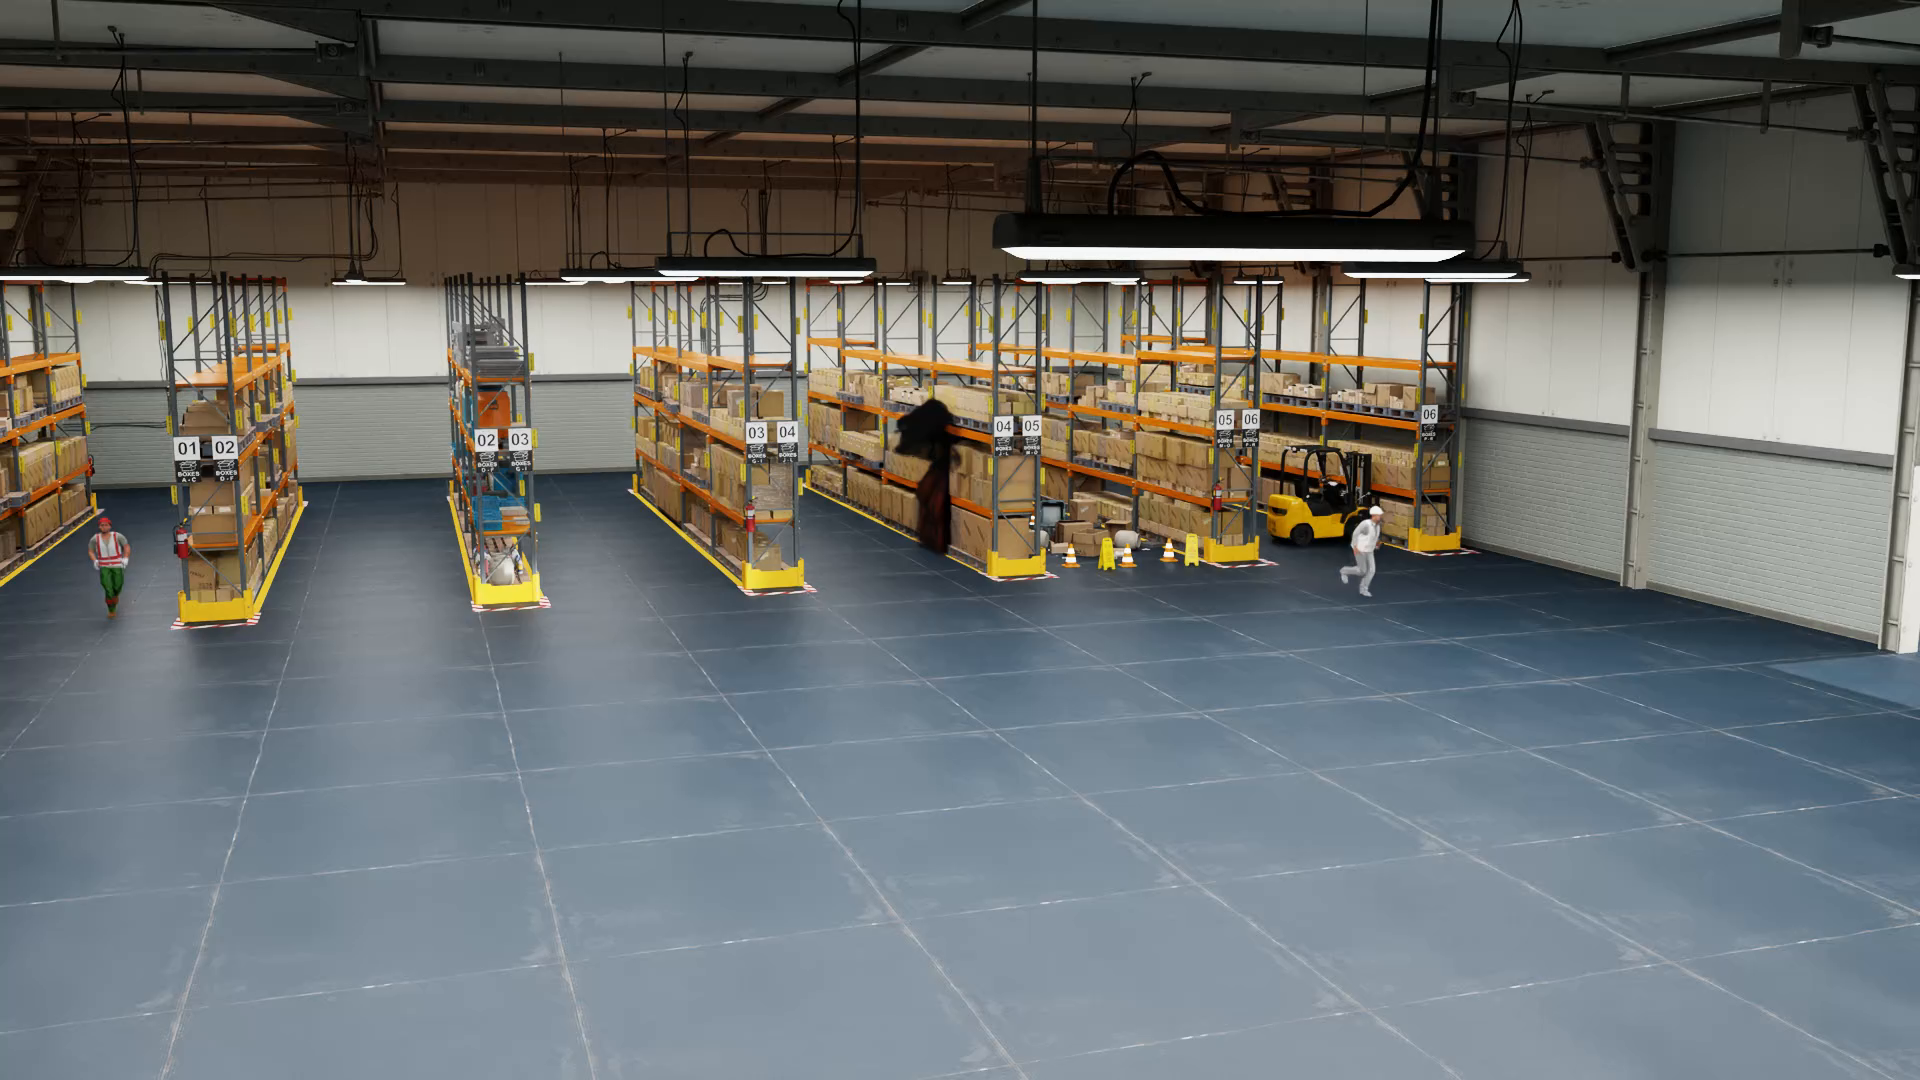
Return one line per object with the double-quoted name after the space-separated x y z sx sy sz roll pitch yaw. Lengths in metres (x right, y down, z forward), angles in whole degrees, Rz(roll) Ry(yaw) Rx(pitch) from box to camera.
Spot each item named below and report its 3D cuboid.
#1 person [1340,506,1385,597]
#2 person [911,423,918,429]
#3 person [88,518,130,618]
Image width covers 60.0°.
7.580 0.192 31.319 0.872 1.718 0.657 8 12 42 "person"
-1.414 -2.762 50.841 0.653 1.641 0.553 -5 10 -32 "person"
-14.959 0.466 29.272 0.655 1.764 0.678 -4 9 -25 "person"
